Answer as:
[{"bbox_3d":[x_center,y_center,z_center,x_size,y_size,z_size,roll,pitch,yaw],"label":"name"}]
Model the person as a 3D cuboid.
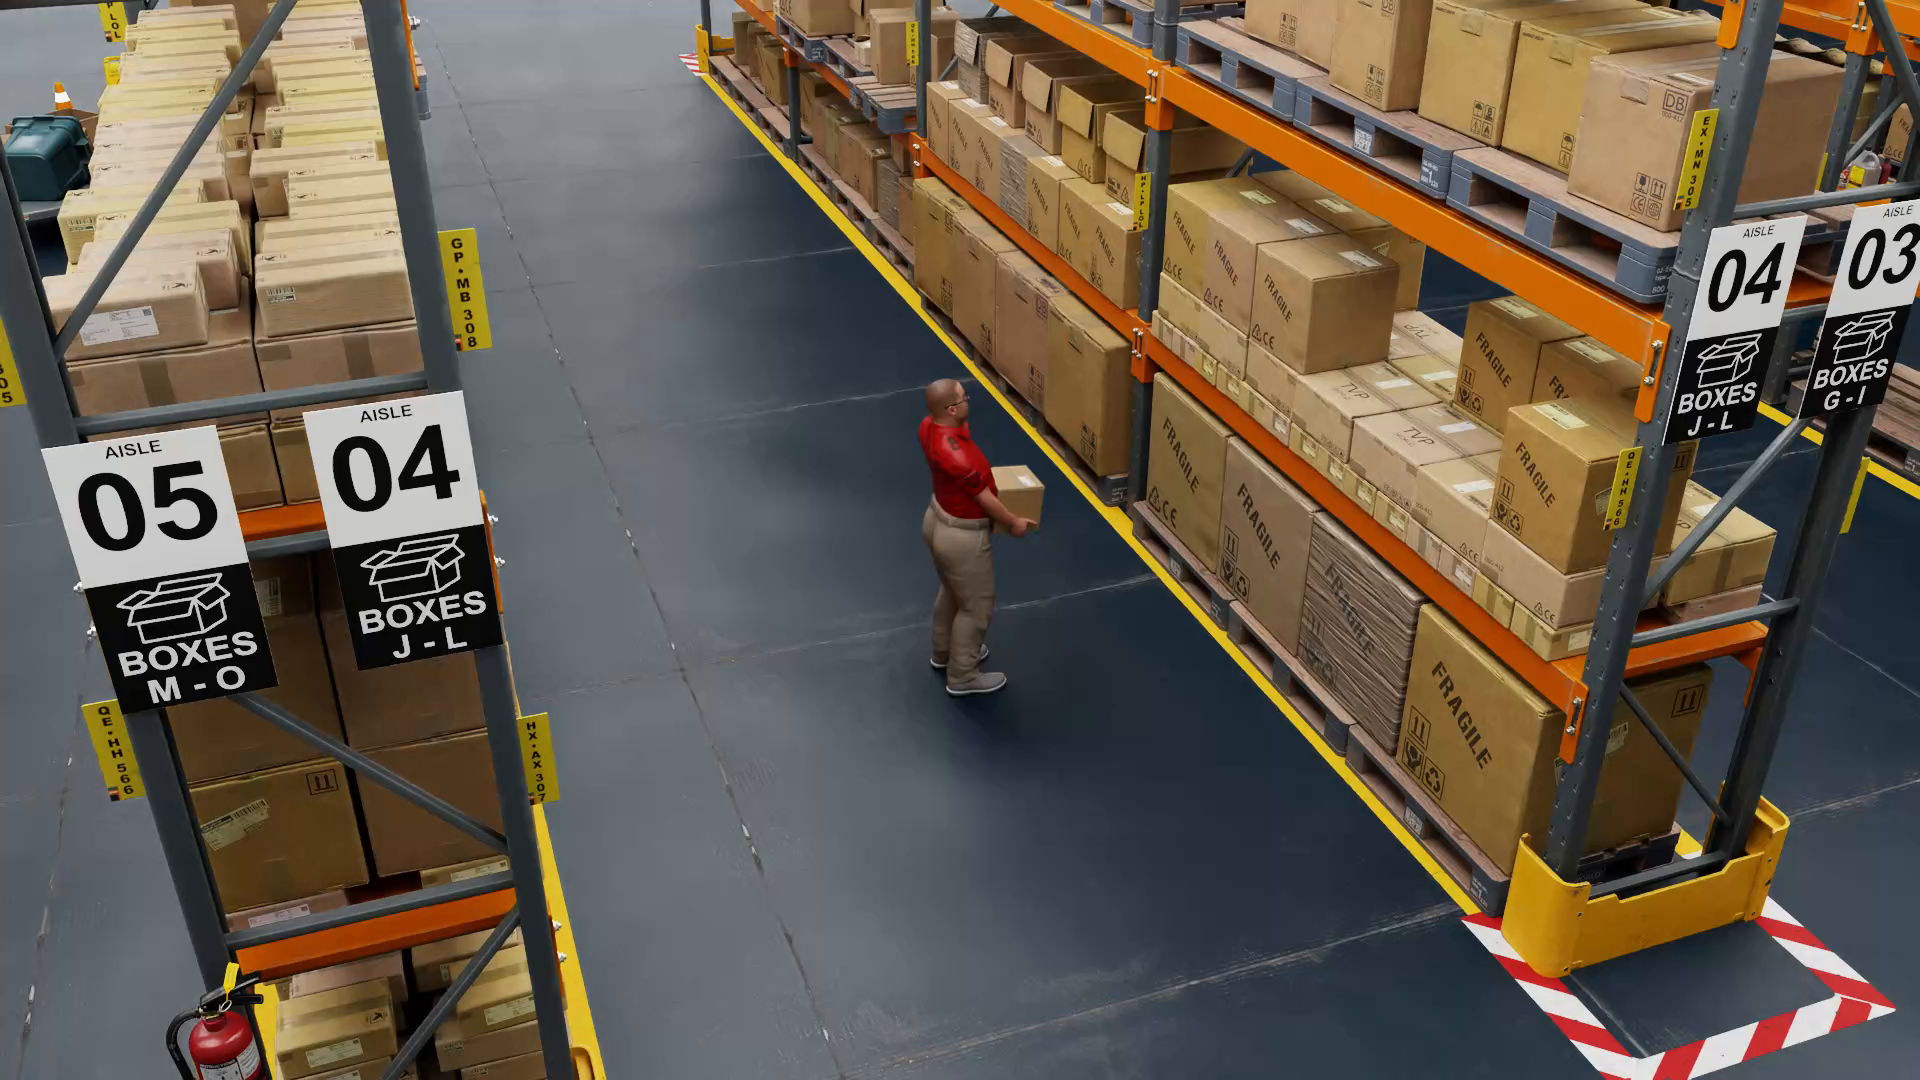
[{"bbox_3d":[0.084,-0.048,8.458,0.537,1.712,0.493,-10,31,-17],"label":"person"}]
